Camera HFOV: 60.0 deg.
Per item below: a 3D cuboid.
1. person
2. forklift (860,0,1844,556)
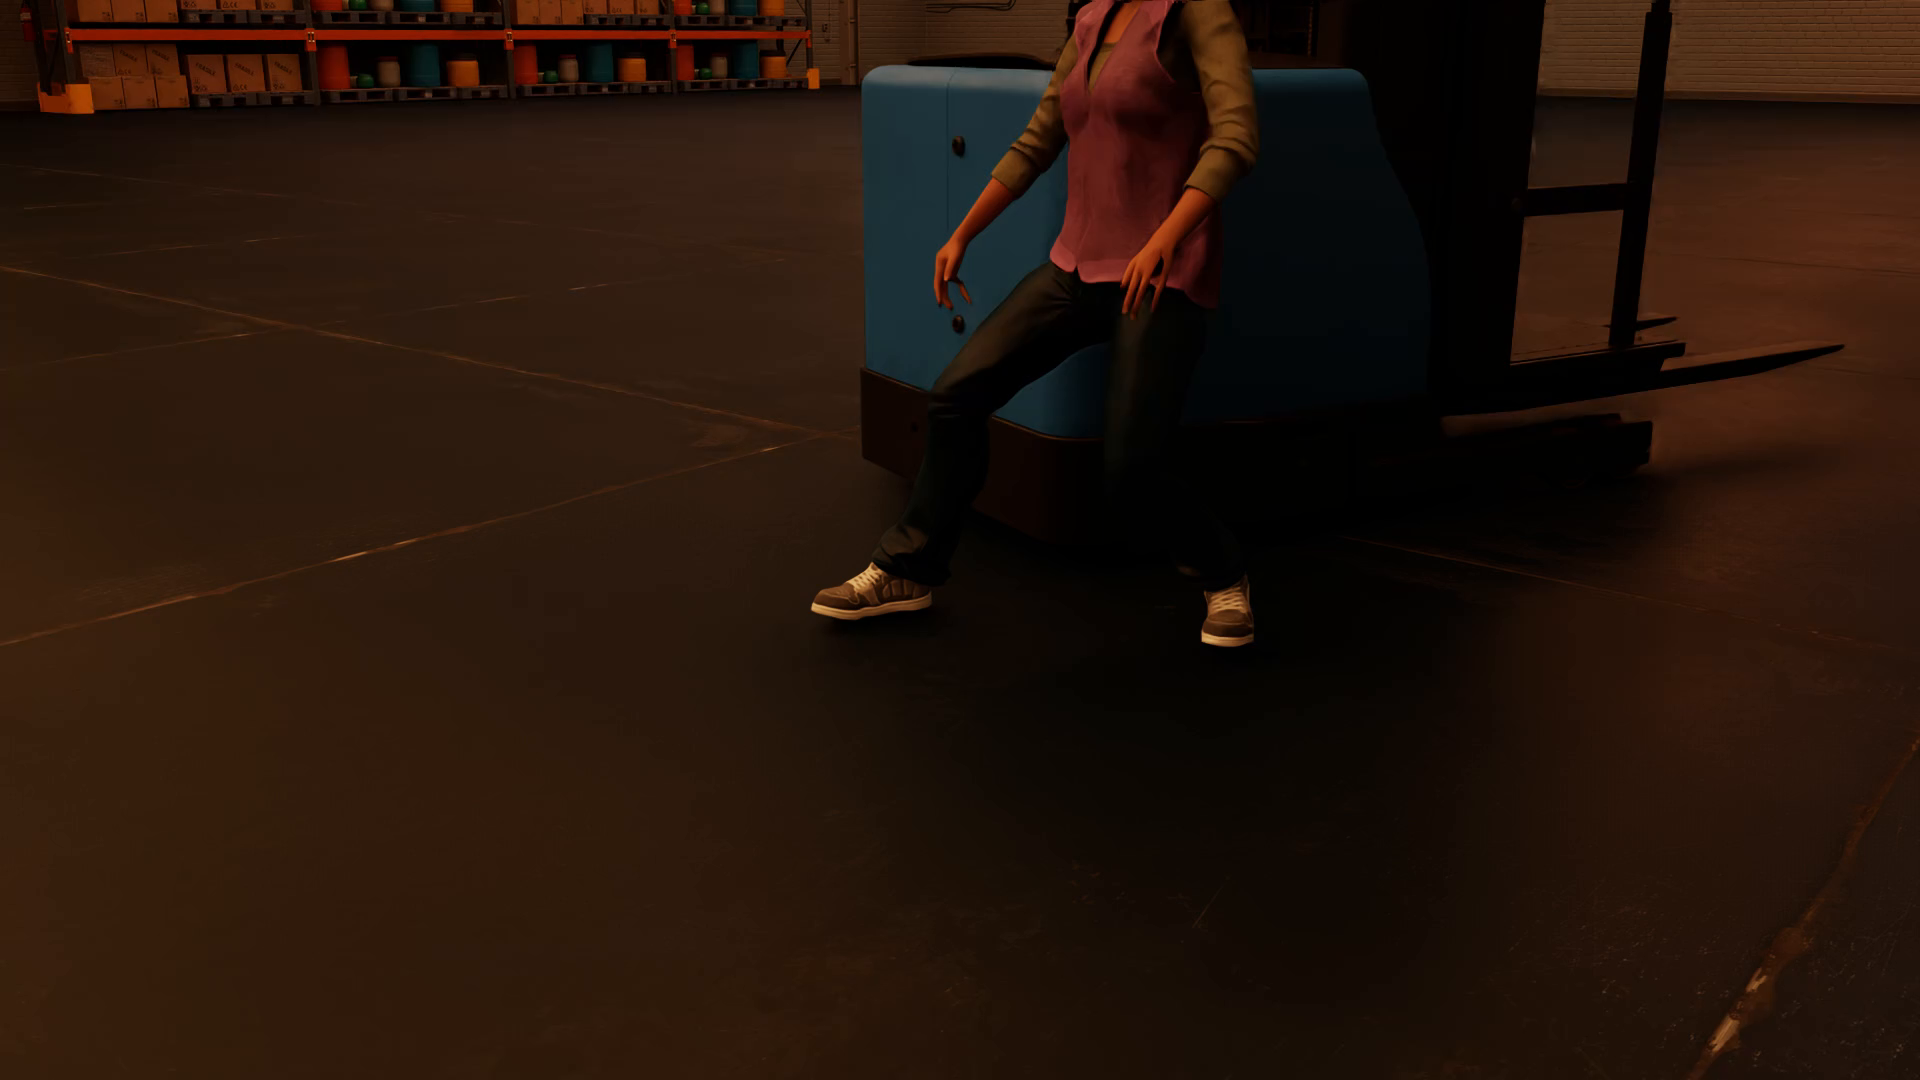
[{"bbox_3d":[0.188,-0.505,3.066,0.742,1.458,0.743,-10,20,-31],"label":"person"},{"bbox_3d":[1.274,-1.659,4.362,3.031,2.935,1.130,-10,19,-29],"label":"forklift"}]
